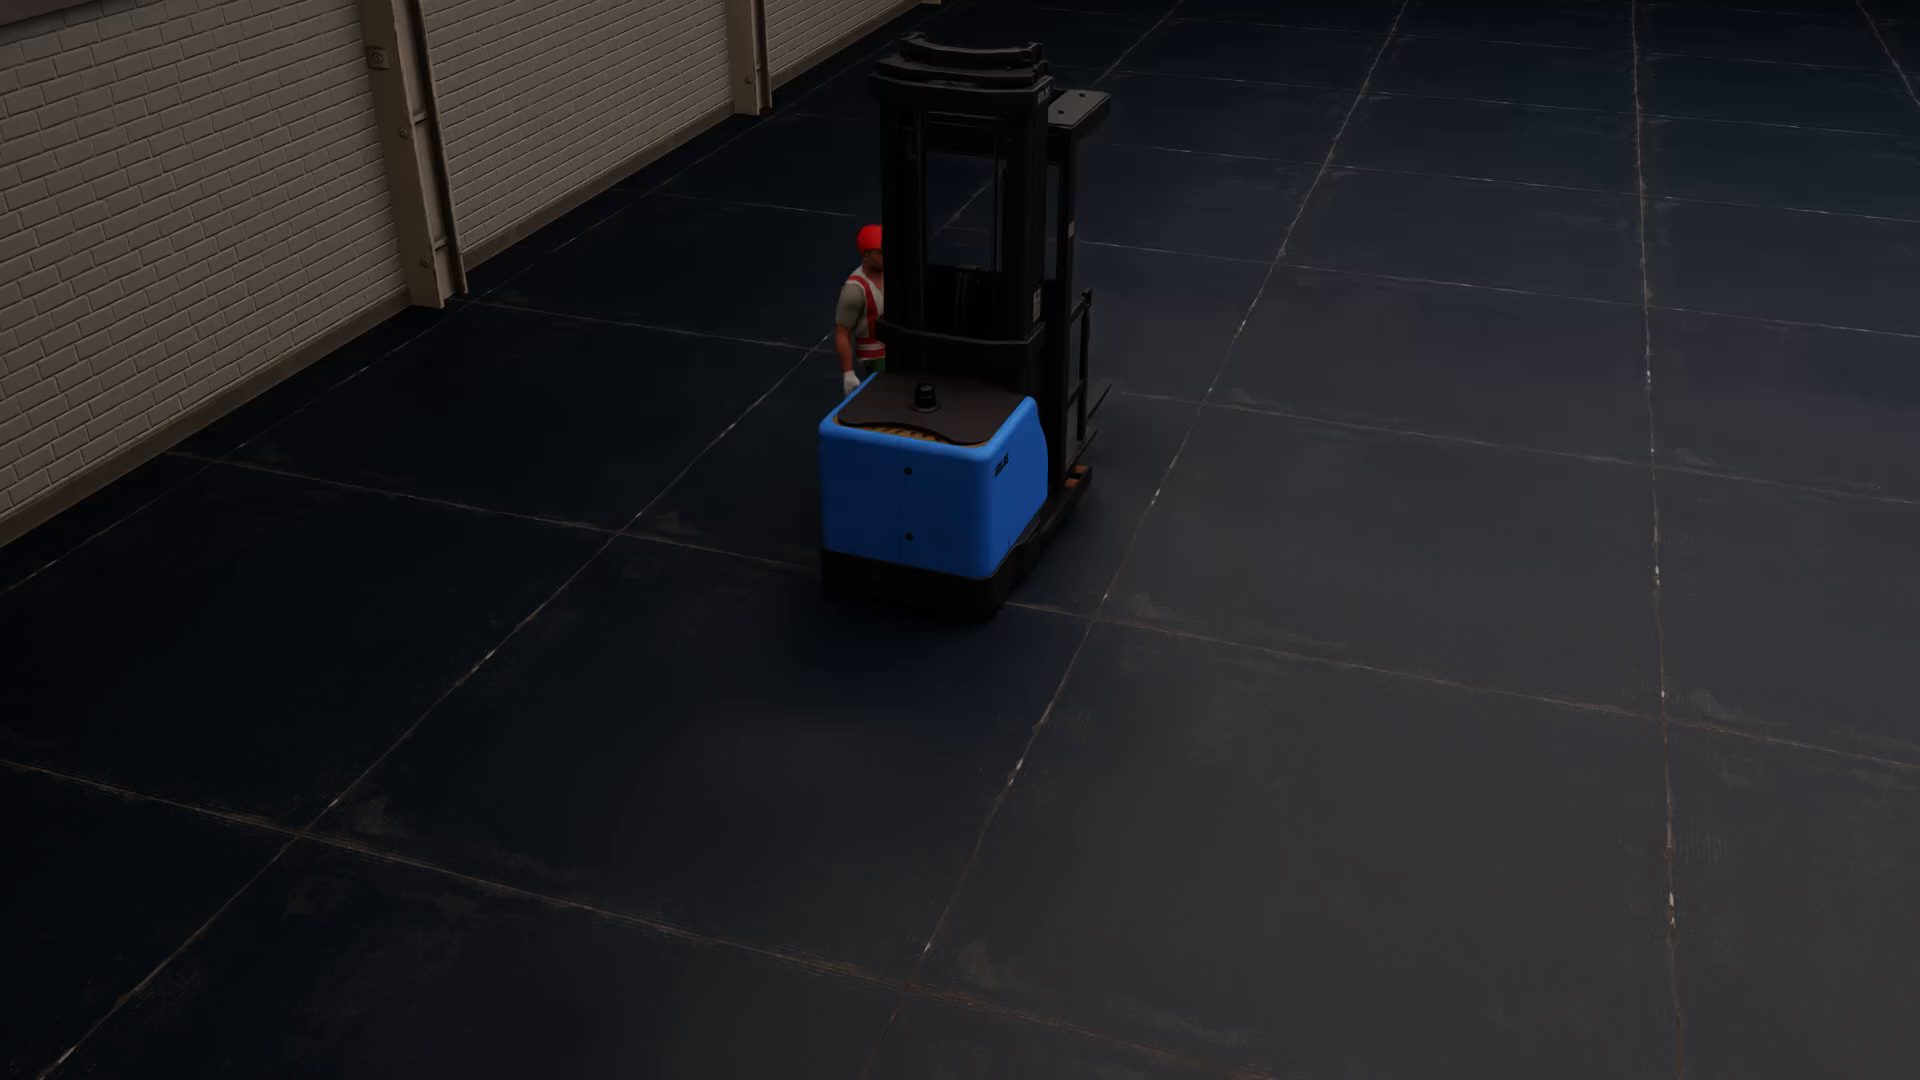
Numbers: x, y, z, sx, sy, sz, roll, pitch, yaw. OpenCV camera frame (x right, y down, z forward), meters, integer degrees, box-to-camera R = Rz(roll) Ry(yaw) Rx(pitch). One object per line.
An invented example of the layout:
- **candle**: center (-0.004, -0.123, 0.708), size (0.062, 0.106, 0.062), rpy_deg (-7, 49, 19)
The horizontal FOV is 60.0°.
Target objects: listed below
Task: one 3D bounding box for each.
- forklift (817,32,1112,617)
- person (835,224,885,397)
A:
- **forklift**: center (0.206, -1.563, 9.879), size (1.130, 2.935, 3.031), rpy_deg (11, 31, 18)
- **person**: center (-0.432, -1.100, 10.265), size (0.778, 1.688, 0.610), rpy_deg (-25, 38, -36)
